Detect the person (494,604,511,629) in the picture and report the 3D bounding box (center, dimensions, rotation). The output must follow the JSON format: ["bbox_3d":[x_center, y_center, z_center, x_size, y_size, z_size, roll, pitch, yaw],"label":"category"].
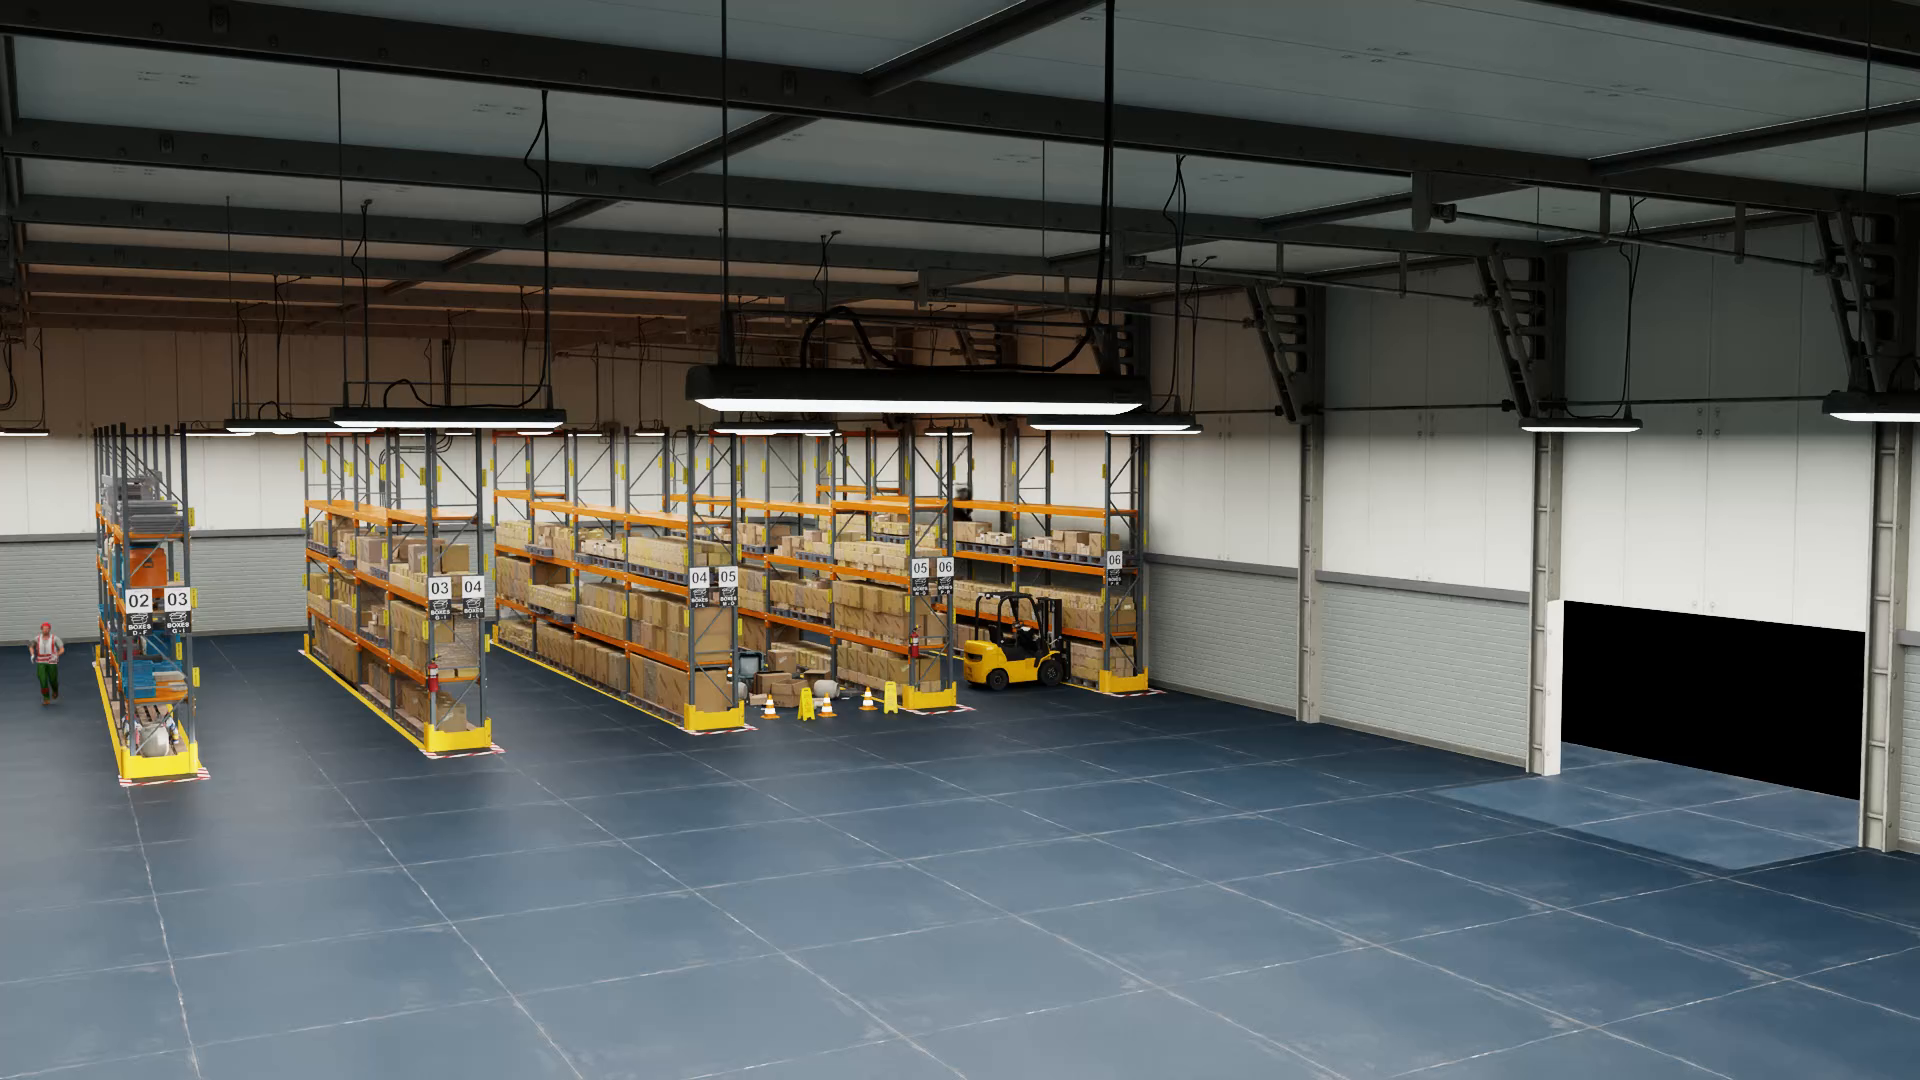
[{"bbox_3d":[-13.099,1.963,48.132,0.733,1.733,0.786,-2,4,-34],"label":"person"}]

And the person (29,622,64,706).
[{"bbox_3d":[-19.759,2.659,35.979,0.680,1.770,0.767,-1,4,-21],"label":"person"}]
